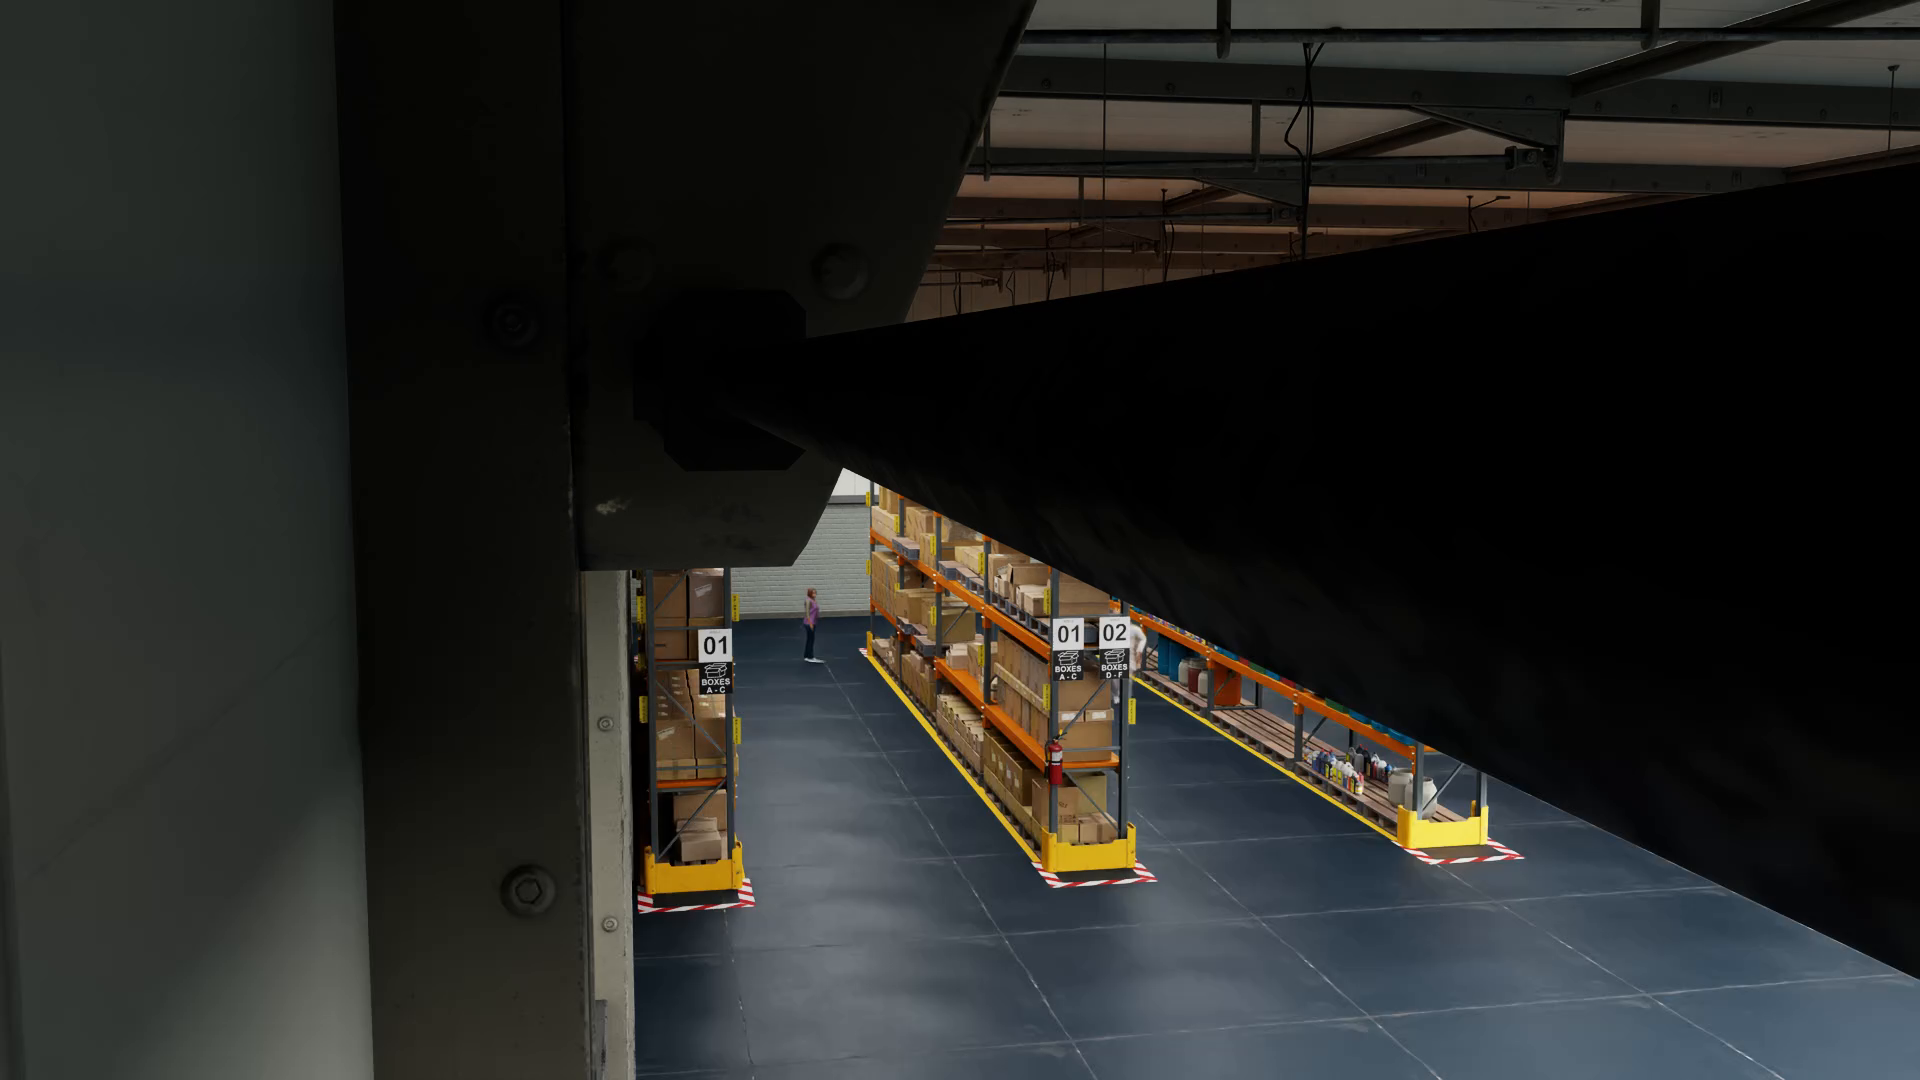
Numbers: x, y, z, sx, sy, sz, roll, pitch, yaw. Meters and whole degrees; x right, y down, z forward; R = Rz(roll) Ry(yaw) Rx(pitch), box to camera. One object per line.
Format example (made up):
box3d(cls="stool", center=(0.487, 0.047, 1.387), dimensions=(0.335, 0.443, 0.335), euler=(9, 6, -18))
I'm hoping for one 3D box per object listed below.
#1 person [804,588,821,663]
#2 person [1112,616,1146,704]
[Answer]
box3d(cls="person", center=(-3.154, 1.814, 35.605), dimensions=(0.399, 1.607, 0.435), euler=(1, 6, 13))
box3d(cls="person", center=(3.084, 2.238, 30.785), dimensions=(0.769, 1.782, 0.928), euler=(0, 6, -3))
